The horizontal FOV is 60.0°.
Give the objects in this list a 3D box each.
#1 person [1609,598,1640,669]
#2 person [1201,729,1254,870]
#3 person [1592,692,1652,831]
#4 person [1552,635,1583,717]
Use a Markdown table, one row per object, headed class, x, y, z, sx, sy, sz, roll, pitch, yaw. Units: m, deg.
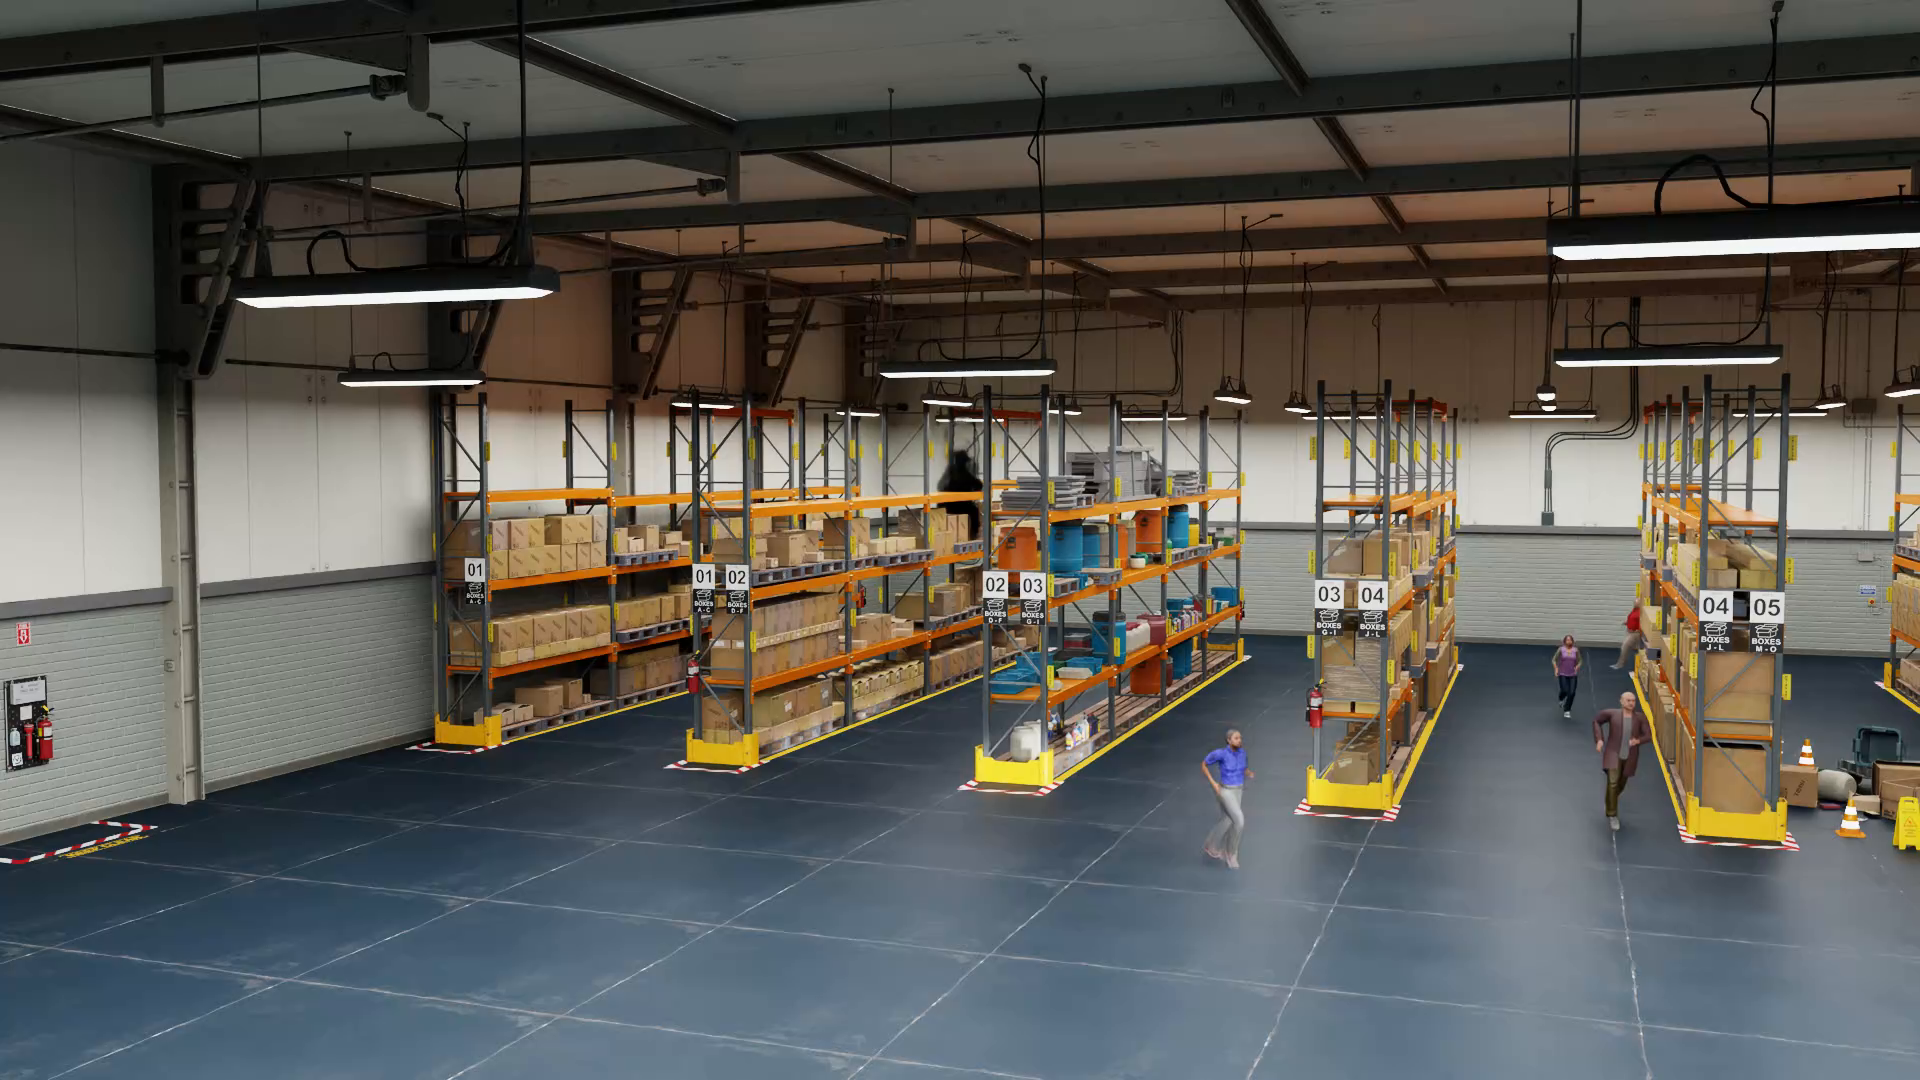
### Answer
| class | x | y | z | sx | sy | sz | roll | pitch | yaw |
| --- | --- | --- | --- | --- | --- | --- | --- | --- | --- |
| person | 15.413 | 2.143 | 38.166 | 0.937 | 1.659 | 0.836 | 2 | 3 | 28 |
| person | 3.249 | 3.120 | 20.161 | 0.556 | 1.689 | 0.780 | -2 | 4 | -39 |
| person | 8.923 | 2.939 | 22.393 | 0.724 | 1.812 | 0.982 | 0 | 3 | 8 |
| person | 11.464 | 2.571 | 31.372 | 0.545 | 1.537 | 0.543 | 1 | 3 | 12 |
